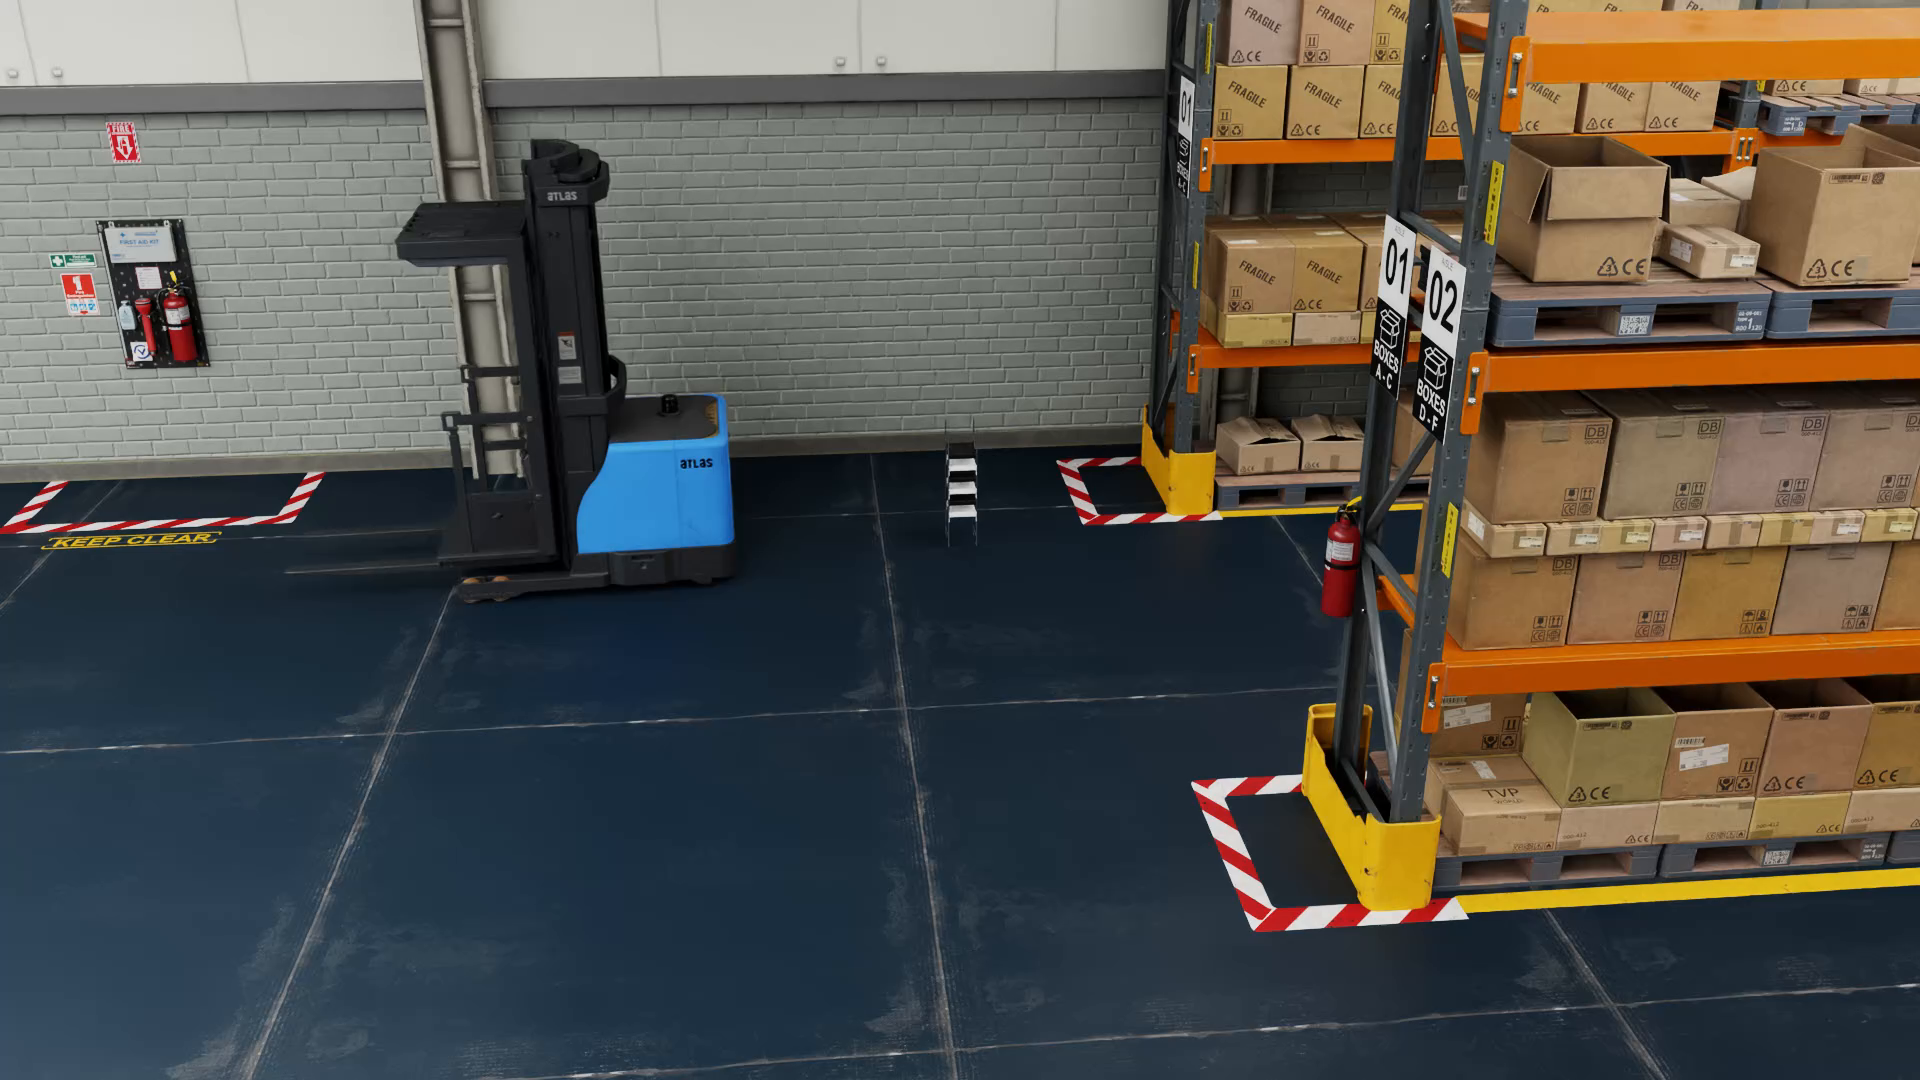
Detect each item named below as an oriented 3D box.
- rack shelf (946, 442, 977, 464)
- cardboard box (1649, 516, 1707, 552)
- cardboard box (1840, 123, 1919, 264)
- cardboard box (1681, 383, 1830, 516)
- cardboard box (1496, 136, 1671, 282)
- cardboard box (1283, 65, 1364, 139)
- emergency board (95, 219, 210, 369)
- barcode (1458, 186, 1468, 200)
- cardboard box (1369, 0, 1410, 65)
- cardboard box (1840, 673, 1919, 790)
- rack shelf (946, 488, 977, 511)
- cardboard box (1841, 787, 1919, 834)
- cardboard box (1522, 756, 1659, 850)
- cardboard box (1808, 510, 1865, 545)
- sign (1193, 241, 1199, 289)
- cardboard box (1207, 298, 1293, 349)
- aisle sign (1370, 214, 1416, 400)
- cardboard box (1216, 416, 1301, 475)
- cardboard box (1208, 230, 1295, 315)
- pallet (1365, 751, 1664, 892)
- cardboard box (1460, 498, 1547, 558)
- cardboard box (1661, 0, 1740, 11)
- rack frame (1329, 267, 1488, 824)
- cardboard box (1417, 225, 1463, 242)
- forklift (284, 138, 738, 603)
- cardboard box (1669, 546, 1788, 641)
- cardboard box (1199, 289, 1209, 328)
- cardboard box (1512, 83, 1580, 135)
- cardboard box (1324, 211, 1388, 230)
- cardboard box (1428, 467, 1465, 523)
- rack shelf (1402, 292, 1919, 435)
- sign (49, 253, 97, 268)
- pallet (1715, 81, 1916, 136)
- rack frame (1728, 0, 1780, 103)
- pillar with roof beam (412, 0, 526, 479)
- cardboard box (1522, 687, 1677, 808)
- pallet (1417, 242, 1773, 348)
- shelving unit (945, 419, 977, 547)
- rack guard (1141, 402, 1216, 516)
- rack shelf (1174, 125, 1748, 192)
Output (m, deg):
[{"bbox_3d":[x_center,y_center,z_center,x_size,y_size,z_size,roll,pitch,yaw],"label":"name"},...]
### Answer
[{"bbox_3d":[0.008,-0.628,11.972,0.200,0.077,0.258,-2,24,-5],"label":"rack shelf"},{"bbox_3d":[3.300,-0.093,7.843,0.250,0.149,0.380,-3,24,-6],"label":"cardboard box"},{"bbox_3d":[4.455,-1.610,7.670,0.637,0.503,0.797,0,24,1],"label":"cardboard box"},{"bbox_3d":[3.669,-0.489,7.938,0.500,0.500,0.700,-2,24,-5],"label":"cardboard box"},{"bbox_3d":[2.698,-1.487,7.392,0.637,0.503,0.797,-1,24,-1],"label":"cardboard box"},{"bbox_3d":[2.530,-3.139,11.777,0.500,0.500,0.500,-1,24,-2],"label":"cardboard box"},{"bbox_3d":[-6.187,-1.849,12.716,0.643,1.169,0.194,-2,24,-5],"label":"emergency board"},{"bbox_3d":[2.379,-1.635,7.827,0.075,0.075,0.001,-2,24,-5],"label":"barcode"},{"bbox_3d":[3.055,-3.618,11.625,0.500,0.500,0.500,-2,24,-4],"label":"cardboard box"},{"bbox_3d":[4.670,0.914,8.445,0.500,0.500,0.500,-2,24,-5],"label":"cardboard box"},{"bbox_3d":[0.008,-0.299,12.118,0.200,0.077,0.258,-2,24,-5],"label":"rack shelf"},{"bbox_3d":[4.672,1.262,8.586,0.500,0.250,0.500,-2,24,-5],"label":"cardboard box"},{"bbox_3d":[3.179,1.320,8.455,0.500,0.250,0.500,-2,24,-5],"label":"cardboard box"},{"bbox_3d":[4.067,-0.123,7.913,0.250,0.149,0.380,-2,24,-5],"label":"cardboard box"},{"bbox_3d":[1.689,-1.970,11.923,0.005,0.325,0.100,-2,24,-5],"label":"sign"},{"bbox_3d":[2.152,-1.625,12.374,0.500,0.250,0.500,-3,24,-7],"label":"cardboard box"},{"bbox_3d":[2.032,-1.096,7.821,0.004,0.787,0.394,-2,24,-5],"label":"aisle sign"},{"bbox_3d":[2.333,-0.757,13.030,0.500,0.311,0.500,-5,24,-11],"label":"cardboard box"},{"bbox_3d":[2.140,-1.975,12.236,0.500,0.500,0.500,-2,24,-5],"label":"cardboard box"},{"bbox_3d":[2.883,1.435,8.761,1.213,0.211,1.003,-2,24,-5],"label":"pallet"},{"bbox_3d":[2.537,-0.062,7.775,0.250,0.149,0.380,-2,24,-6],"label":"cardboard box"},{"bbox_3d":[5.144,-3.706,11.823,0.500,0.500,0.500,-4,24,-10],"label":"cardboard box"},{"bbox_3d":[2.126,0.208,8.088,0.127,3.000,1.000,-2,24,-5],"label":"rack frame"},{"bbox_3d":[3.660,-2.034,12.369,0.500,0.500,0.500,-2,24,-3],"label":"cardboard box"},{"bbox_3d":[-3.109,-1.141,11.208,3.031,2.935,1.130,-3,24,-8],"label":"forklift"},{"bbox_3d":[3.608,0.109,8.189,0.500,0.500,0.700,-2,24,-5],"label":"cardboard box"},{"bbox_3d":[2.081,-1.831,12.837,0.500,0.250,0.500,-2,24,-4],"label":"cardboard box"},{"bbox_3d":[4.085,-3.206,11.930,0.500,0.500,0.500,-3,24,-7],"label":"cardboard box"},{"bbox_3d":[3.099,-2.220,12.789,0.500,0.500,0.500,-3,24,-7],"label":"cardboard box"},{"bbox_3d":[2.487,-0.226,8.144,0.250,0.149,0.380,-3,24,-6],"label":"cardboard box"},{"bbox_3d":[4.116,-0.913,7.805,4.000,0.370,1.077,-2,24,-5],"label":"rack shelf"},{"bbox_3d":[-6.742,-2.123,12.637,0.331,0.109,0.001,-2,24,-5],"label":"sign"},{"bbox_3d":[6.241,-3.220,12.339,1.003,0.211,1.213,-2,24,-5],"label":"pallet"},{"bbox_3d":[5.616,-4.695,11.733,0.127,3.000,1.000,-2,24,-5],"label":"rack frame"},{"bbox_3d":[-3.301,-2.933,7.770,0.400,9.000,9.100,-2,24,-5],"label":"pillar with roof beam"},{"bbox_3d":[3.179,0.978,8.301,0.500,0.500,0.500,-2,24,-5],"label":"cardboard box"},{"bbox_3d":[2.832,-1.140,7.537,1.213,0.211,1.003,-2,24,-5],"label":"pallet"},{"bbox_3d":[0.008,-0.412,12.068,0.210,0.900,0.258,-2,24,-5],"label":"shelving unit"},{"bbox_3d":[1.711,-0.655,13.107,0.348,0.500,1.175,-2,24,-5],"label":"rack guard"},{"bbox_3d":[3.625,-2.916,12.309,4.000,0.370,1.077,-2,24,-5],"label":"rack shelf"}]
